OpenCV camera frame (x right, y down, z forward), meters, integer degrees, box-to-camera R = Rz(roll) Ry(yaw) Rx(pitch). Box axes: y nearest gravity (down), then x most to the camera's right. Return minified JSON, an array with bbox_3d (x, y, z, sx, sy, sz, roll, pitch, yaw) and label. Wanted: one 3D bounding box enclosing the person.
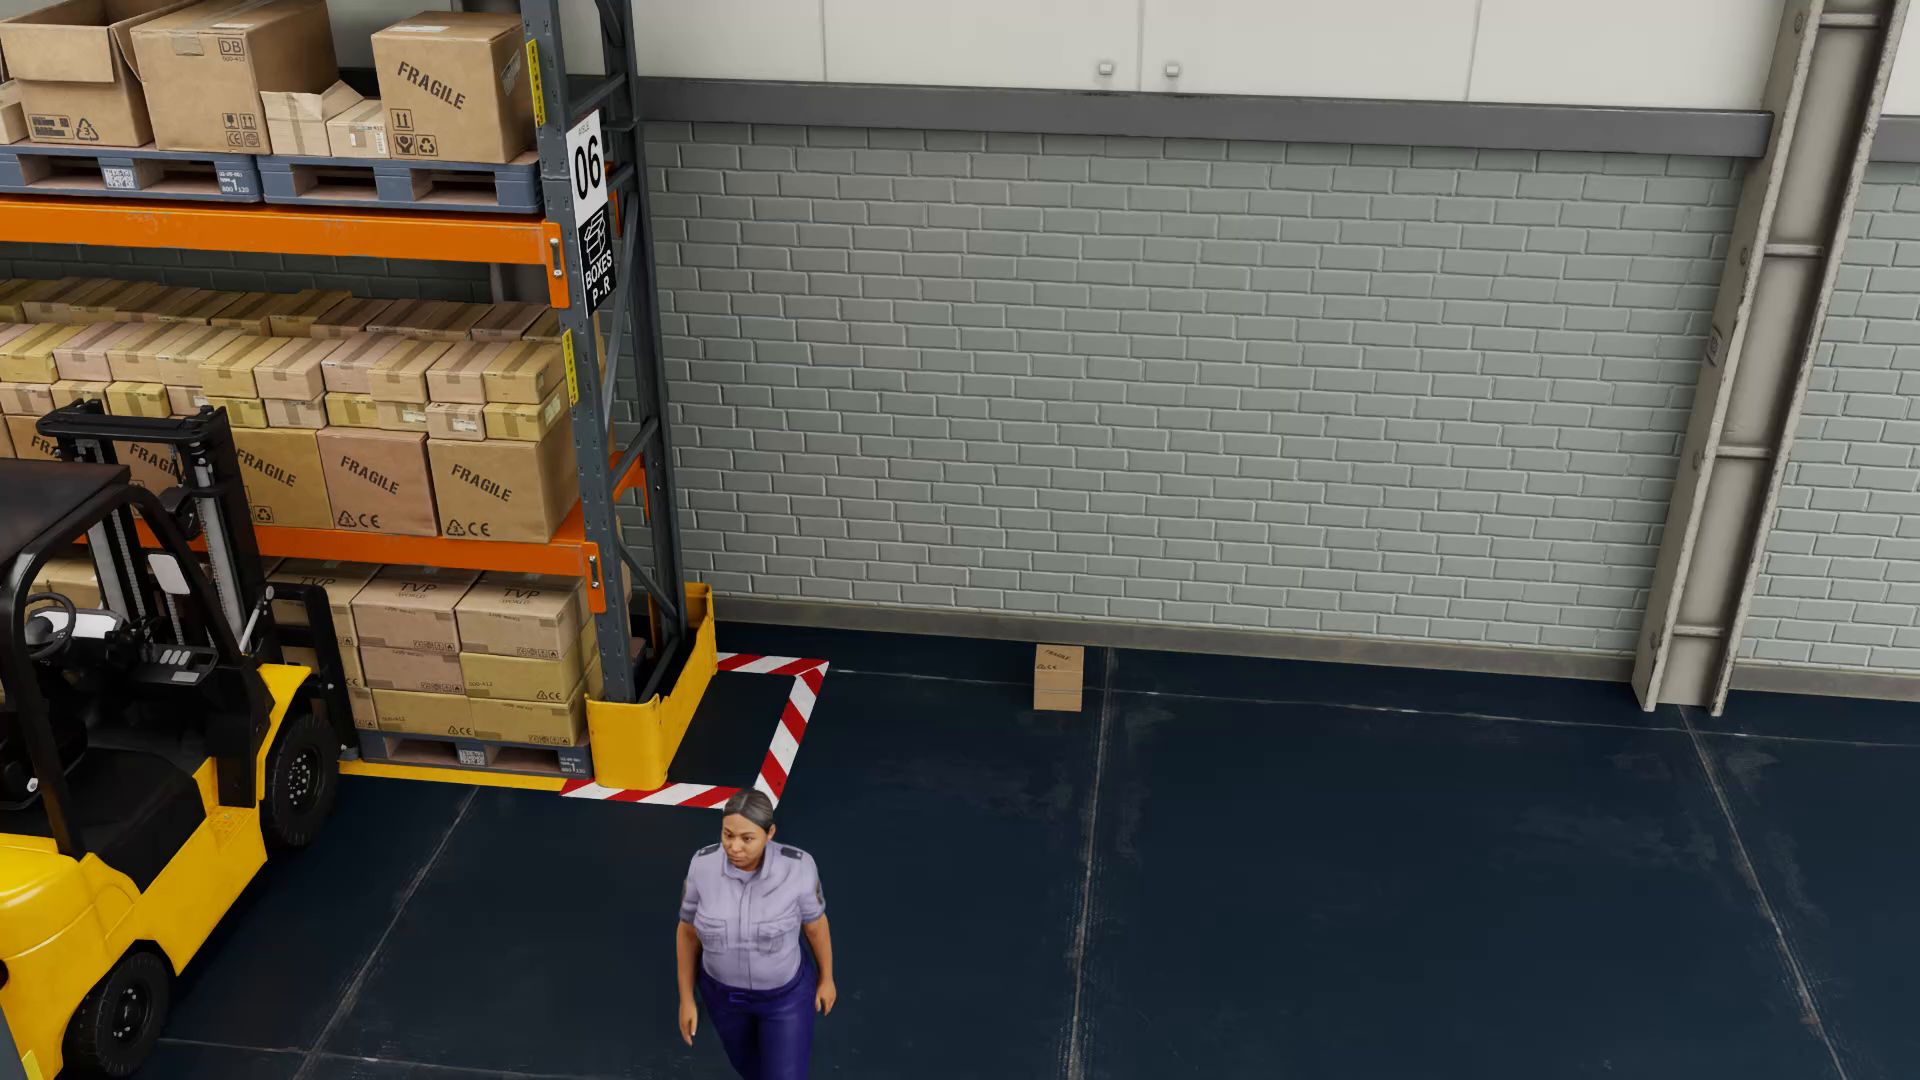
[{"bbox_3d":[-0.709,1.604,5.734,0.514,1.718,0.605,4,29,8],"label":"person"}]
